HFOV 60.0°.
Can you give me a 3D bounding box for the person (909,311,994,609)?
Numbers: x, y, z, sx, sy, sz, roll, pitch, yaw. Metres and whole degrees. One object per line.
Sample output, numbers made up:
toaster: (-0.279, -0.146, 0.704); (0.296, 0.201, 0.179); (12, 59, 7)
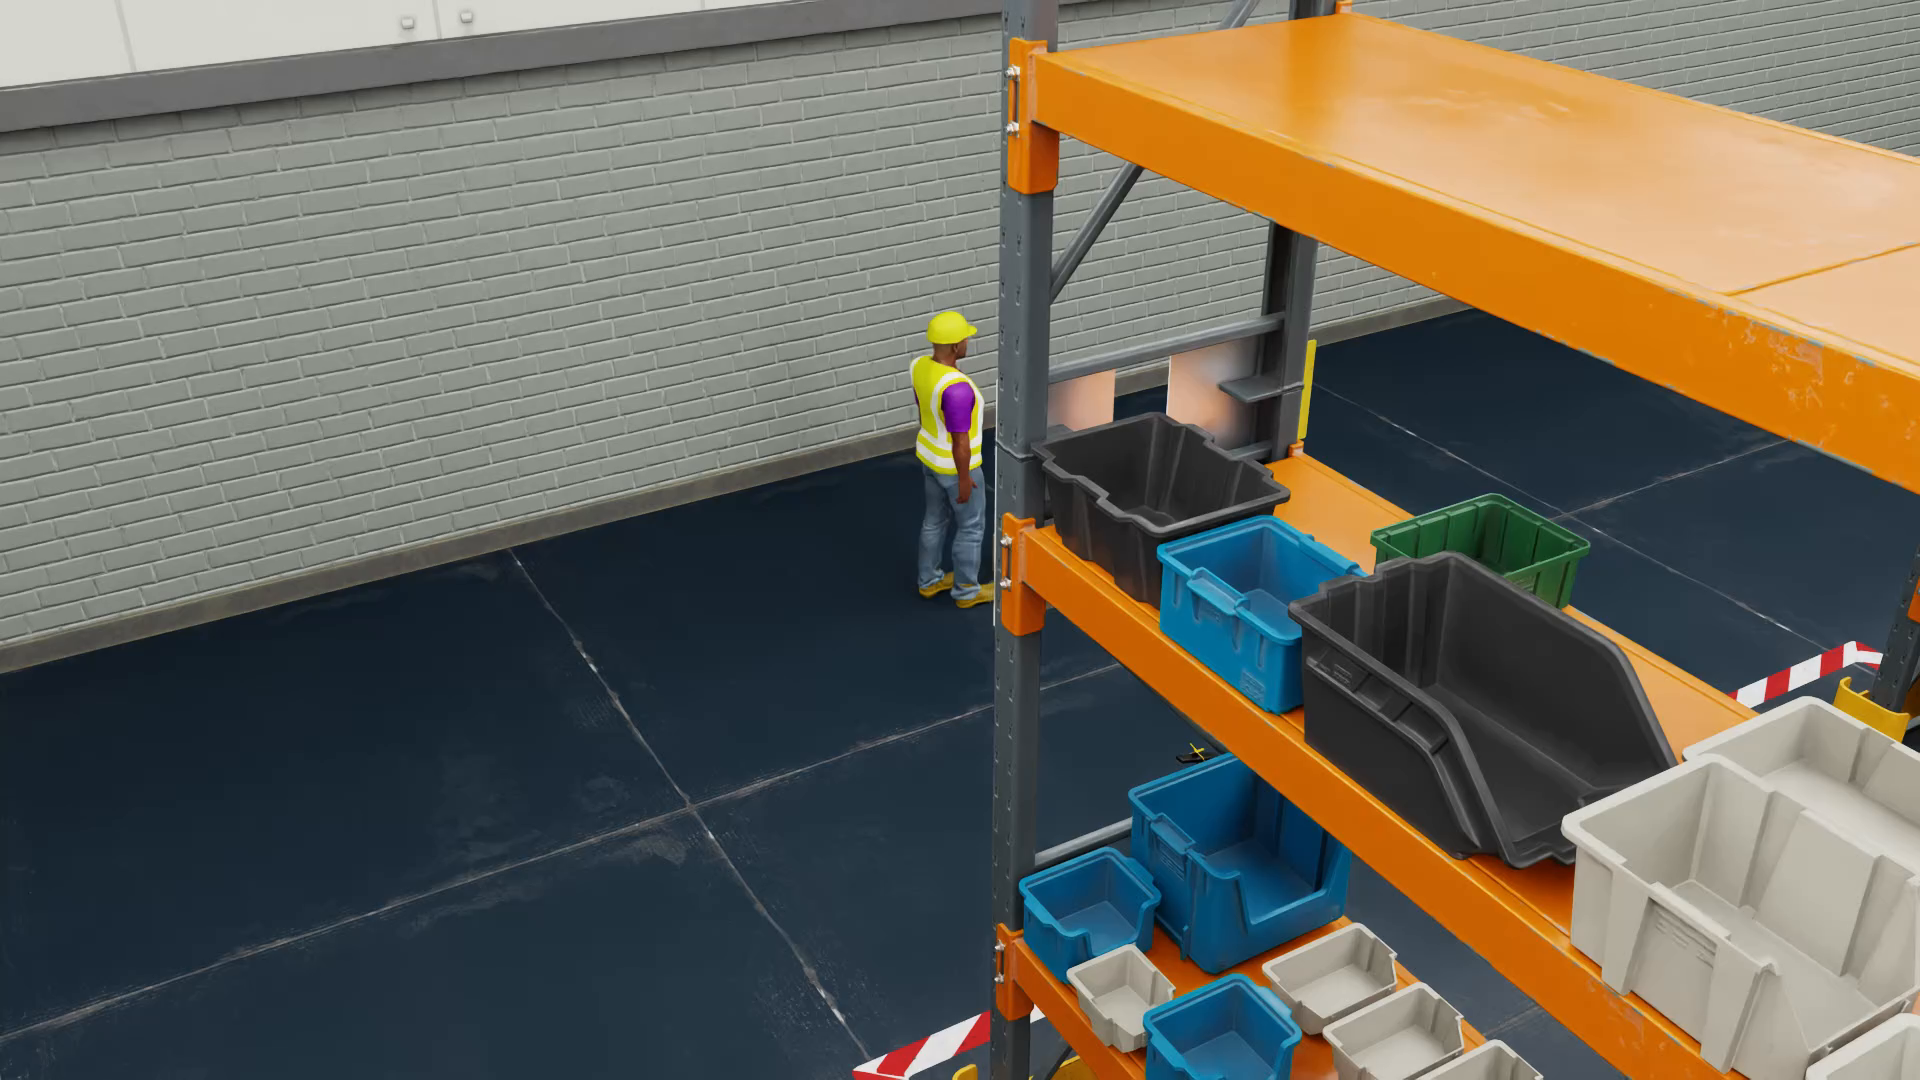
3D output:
person: (-0.017, -0.460, 9.382); (0.448, 1.769, 0.566); (-15, 32, -25)
